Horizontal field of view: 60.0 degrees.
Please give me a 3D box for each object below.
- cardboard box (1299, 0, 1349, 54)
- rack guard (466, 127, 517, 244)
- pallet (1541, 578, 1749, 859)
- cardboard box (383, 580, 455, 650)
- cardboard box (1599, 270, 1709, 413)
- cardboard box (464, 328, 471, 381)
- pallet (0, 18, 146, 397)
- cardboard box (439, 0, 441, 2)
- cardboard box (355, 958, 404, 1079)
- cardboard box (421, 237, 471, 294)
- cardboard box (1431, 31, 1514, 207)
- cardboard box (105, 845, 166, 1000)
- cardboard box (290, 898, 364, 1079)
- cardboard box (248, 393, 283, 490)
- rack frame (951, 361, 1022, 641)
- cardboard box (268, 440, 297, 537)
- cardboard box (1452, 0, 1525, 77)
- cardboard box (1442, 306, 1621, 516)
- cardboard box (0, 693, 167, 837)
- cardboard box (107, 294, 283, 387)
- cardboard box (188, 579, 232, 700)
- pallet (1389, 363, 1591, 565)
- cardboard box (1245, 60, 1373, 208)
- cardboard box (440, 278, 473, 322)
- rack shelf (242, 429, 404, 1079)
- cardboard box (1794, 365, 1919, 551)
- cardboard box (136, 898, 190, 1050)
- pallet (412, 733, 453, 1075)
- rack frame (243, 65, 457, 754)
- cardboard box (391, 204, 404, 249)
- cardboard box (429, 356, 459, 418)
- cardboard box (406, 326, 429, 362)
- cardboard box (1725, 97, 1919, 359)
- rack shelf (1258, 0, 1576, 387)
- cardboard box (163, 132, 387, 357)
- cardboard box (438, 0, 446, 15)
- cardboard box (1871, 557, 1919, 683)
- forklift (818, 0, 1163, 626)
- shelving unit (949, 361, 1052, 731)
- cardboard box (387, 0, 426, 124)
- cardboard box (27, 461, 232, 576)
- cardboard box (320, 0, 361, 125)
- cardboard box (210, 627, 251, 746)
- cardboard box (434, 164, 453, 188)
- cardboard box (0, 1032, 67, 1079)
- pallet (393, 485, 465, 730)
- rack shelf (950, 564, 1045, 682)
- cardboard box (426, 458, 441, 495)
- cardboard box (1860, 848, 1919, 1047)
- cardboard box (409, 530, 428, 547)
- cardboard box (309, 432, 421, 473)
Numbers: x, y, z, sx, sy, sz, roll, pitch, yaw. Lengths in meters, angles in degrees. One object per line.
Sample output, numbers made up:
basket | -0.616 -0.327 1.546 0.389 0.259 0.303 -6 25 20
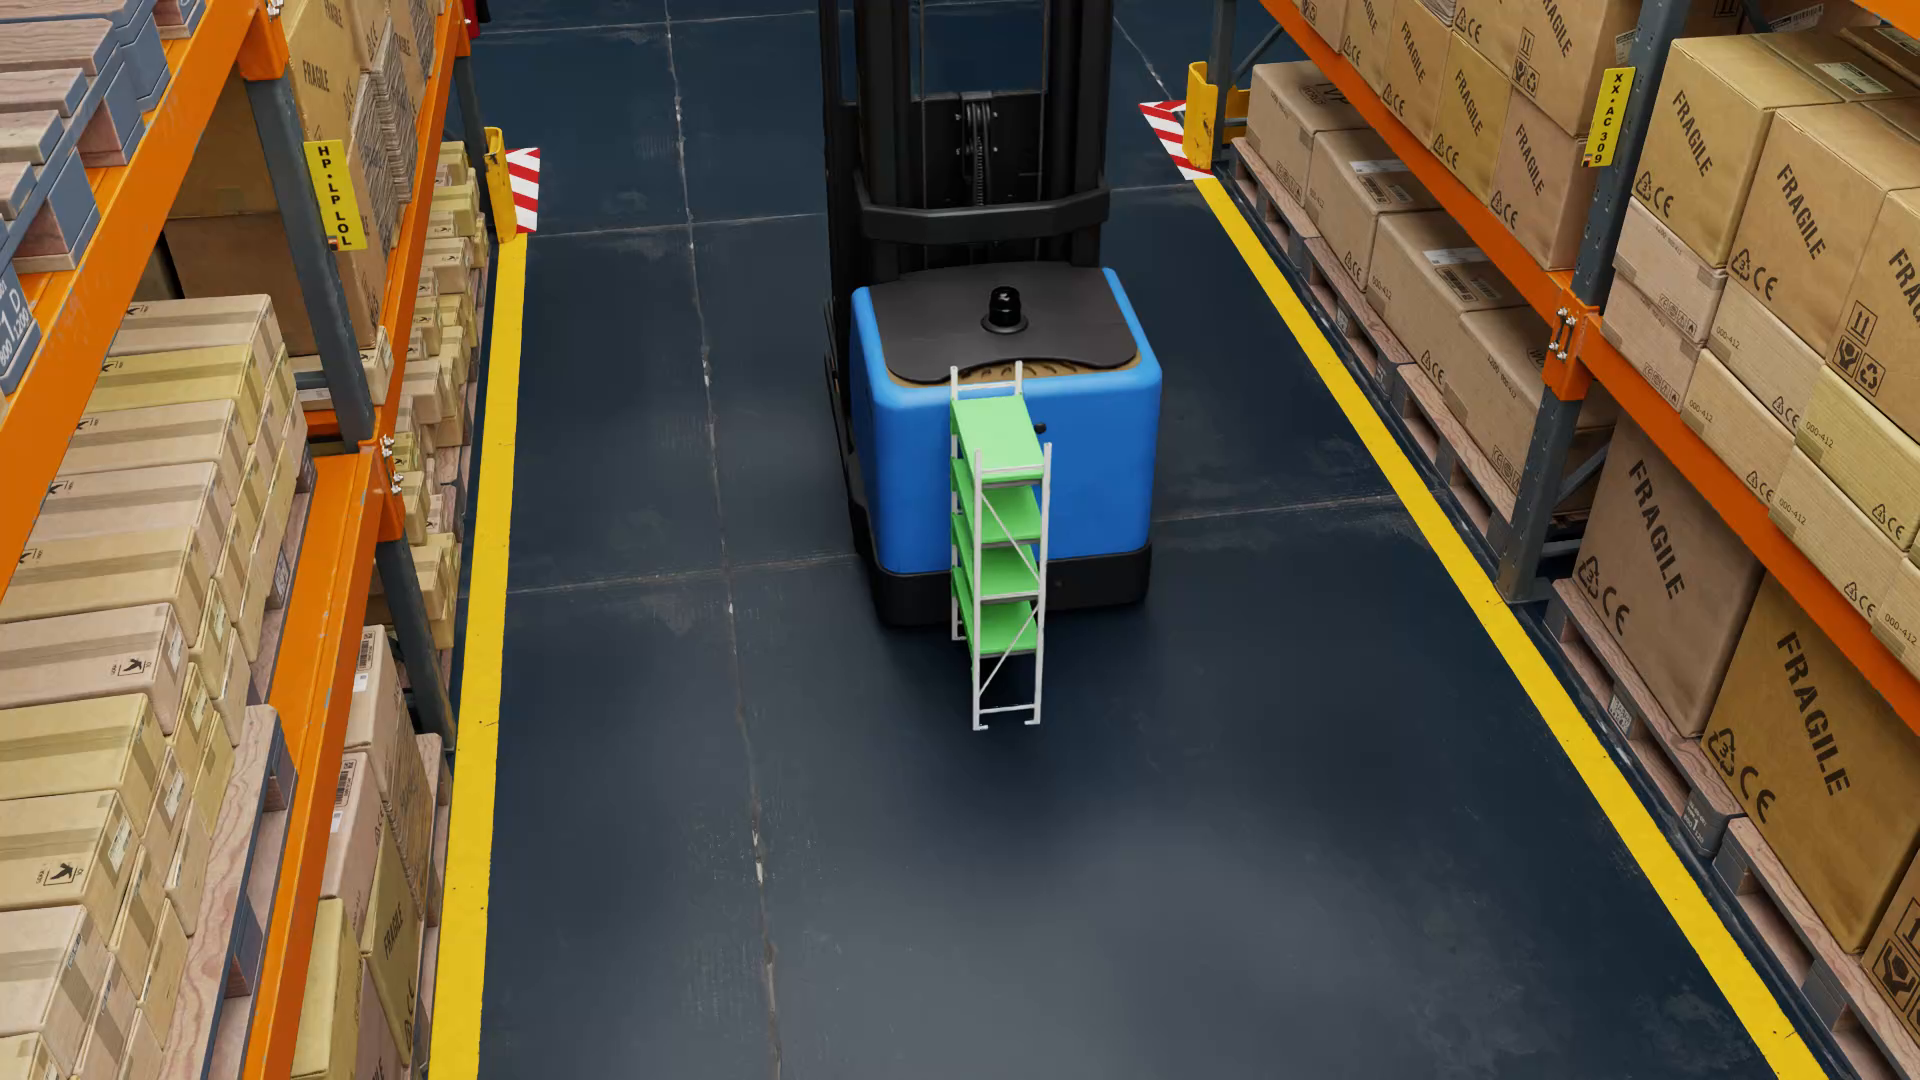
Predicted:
cardboard box | 1.880 -2.542 7.496 0.500 0.500 0.500 -6 38 -8
rack guard | -2.952 -1.809 8.671 1.175 0.500 0.348 -6 38 -8
pallet | 2.802 0.540 5.883 1.003 0.211 1.213 -6 38 -8
cardboard box | -2.011 0.280 5.927 0.380 0.149 0.250 -8 39 -10
cardboard box | 2.409 -0.666 5.285 0.500 0.250 0.500 -7 38 -9
cardboard box | -2.370 -0.811 7.330 0.380 0.149 0.250 -6 38 -7
pallet | -2.075 -0.526 2.690 1.213 0.211 1.003 -6 38 -8
cardboard box | -2.633 -2.755 7.528 0.500 0.500 0.500 -5 38 -7
cardboard box | -1.711 1.435 4.153 0.500 0.500 0.500 -7 38 -9
cardboard box | -2.380 -1.204 7.352 0.380 0.149 0.250 -5 38 -6
cardboard box | 2.163 -1.622 6.311 0.500 0.500 0.500 -7 38 -9
cardboard box | -1.677 0.715 3.005 0.380 0.149 0.250 -7 38 -8
cardboard box | -1.700 1.151 3.907 0.500 0.250 0.500 -8 39 -10
cardboard box | -1.952 -0.232 4.224 0.380 0.149 0.250 -6 38 -8
rack frame | 0.088 -0.110 5.913 0.240 1.200 0.015 -6 38 -7
cardboard box | -1.953 -0.117 4.318 0.380 0.149 0.250 -6 38 -8
cardboard box | 2.157 -2.016 6.004 0.500 0.500 0.500 -7 38 -9
cardboard box | 2.588 -0.564 6.777 0.875 0.438 0.875 -7 38 -9
cardboard box | -1.725 0.444 3.111 0.380 0.149 0.250 -7 38 -9
cardboard box | -2.001 -0.506 4.334 0.380 0.149 0.250 -5 38 -6
cardboard box | -1.815 0.240 3.616 0.380 0.149 0.250 -8 39 -10
pallet | 2.536 -0.386 7.075 1.003 0.211 1.213 -6 38 -8
cardboard box | 2.105 -2.202 8.885 0.875 0.438 0.875 -7 38 -9
cardboard box | -2.395 -1.086 7.442 0.380 0.149 0.250 -6 38 -7
rack shelf | -1.913 1.066 3.519 1.077 0.370 4.000 -6 38 -8
cardboard box | 2.573 -0.242 4.331 0.500 0.250 0.500 -6 38 -7
cardboard box | -1.676 0.831 3.098 0.380 0.149 0.250 -6 38 -7
pallet | -2.126 1.145 5.104 1.003 0.211 1.213 -6 38 -8
rack frame | -2.264 -0.426 4.853 1.000 3.000 0.127 -6 38 -8
cardboard box | -2.230 -1.161 6.004 0.380 0.149 0.250 -6 38 -7
cardboard box | -2.274 -0.615 6.835 0.380 0.149 0.250 -7 38 -8
cardboard box | -2.364 -0.725 6.734 0.380 0.149 0.250 -8 39 -10
cardboard box | 2.503 -0.853 4.506 0.500 0.500 0.500 -6 38 -8
rack shelf | 2.241 -1.943 7.393 1.077 0.370 4.000 -6 38 -8
cardboard box | -2.102 -0.909 5.151 0.500 0.500 0.500 -7 38 -9
cardboard box | -2.629 -2.576 7.826 0.380 0.149 0.250 -6 38 -8
cardboard box | 2.654 0.261 4.092 0.500 0.250 0.500 -7 38 -9
forklift | -0.015 -1.737 6.597 1.130 2.935 3.031 -6 38 -7
shelving unit | 0.127 0.038 5.723 0.258 1.200 0.503 -6 38 -7
cardboard box | -2.372 -1.836 6.344 0.500 0.500 0.500 -4 38 -6
cardboard box | -1.863 -0.029 3.720 0.380 0.149 0.250 -6 38 -8
cardboard box | -2.209 -1.588 5.210 0.500 0.500 0.500 -7 38 -9
cardboard box | -1.813 0.352 3.714 0.380 0.149 0.250 -8 39 -10
cardboard box | -2.635 -1.667 7.947 0.380 0.149 0.250 -6 38 -7
cardboard box | -1.587 0.918 2.501 0.380 0.149 0.250 -8 39 -10
pallet | -2.416 0.273 6.226 1.003 0.211 1.213 -6 38 -8
rack shelf | 0.127 0.278 5.909 0.258 0.148 0.480 -6 38 -7
cardboard box | -2.246 -0.174 6.510 0.380 0.149 0.250 -7 38 -9
cardboard box | 3.102 1.104 4.273 0.875 0.875 0.875 -6 38 -7
cardboard box | -2.145 0.020 6.018 0.380 0.149 0.250 -6 38 -8
cardboard box | -2.203 -0.252 6.125 0.380 0.149 0.250 -7 38 -9
